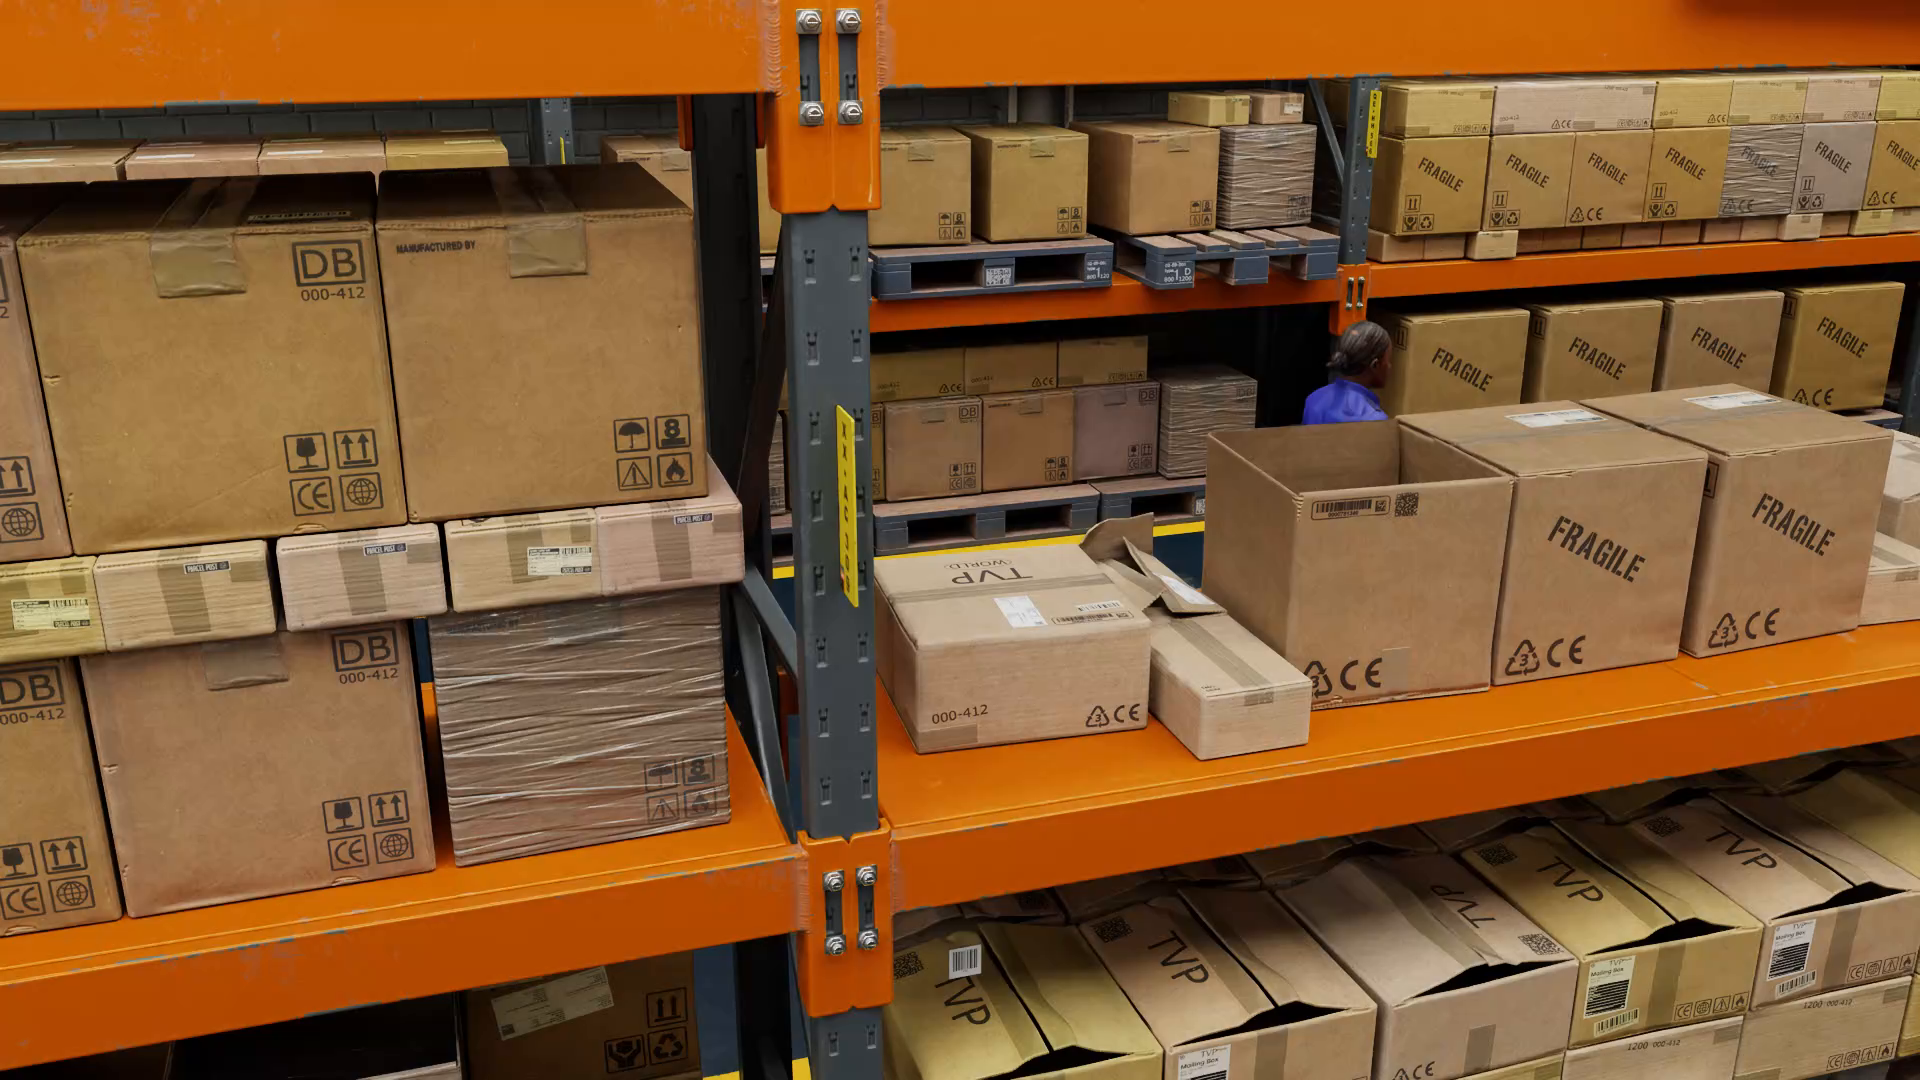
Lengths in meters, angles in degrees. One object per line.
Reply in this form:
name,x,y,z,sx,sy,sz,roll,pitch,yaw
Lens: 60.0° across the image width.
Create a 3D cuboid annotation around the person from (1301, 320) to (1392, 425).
person,1.401,0.035,5.967,0.398,1.659,0.494,-7,20,-19
